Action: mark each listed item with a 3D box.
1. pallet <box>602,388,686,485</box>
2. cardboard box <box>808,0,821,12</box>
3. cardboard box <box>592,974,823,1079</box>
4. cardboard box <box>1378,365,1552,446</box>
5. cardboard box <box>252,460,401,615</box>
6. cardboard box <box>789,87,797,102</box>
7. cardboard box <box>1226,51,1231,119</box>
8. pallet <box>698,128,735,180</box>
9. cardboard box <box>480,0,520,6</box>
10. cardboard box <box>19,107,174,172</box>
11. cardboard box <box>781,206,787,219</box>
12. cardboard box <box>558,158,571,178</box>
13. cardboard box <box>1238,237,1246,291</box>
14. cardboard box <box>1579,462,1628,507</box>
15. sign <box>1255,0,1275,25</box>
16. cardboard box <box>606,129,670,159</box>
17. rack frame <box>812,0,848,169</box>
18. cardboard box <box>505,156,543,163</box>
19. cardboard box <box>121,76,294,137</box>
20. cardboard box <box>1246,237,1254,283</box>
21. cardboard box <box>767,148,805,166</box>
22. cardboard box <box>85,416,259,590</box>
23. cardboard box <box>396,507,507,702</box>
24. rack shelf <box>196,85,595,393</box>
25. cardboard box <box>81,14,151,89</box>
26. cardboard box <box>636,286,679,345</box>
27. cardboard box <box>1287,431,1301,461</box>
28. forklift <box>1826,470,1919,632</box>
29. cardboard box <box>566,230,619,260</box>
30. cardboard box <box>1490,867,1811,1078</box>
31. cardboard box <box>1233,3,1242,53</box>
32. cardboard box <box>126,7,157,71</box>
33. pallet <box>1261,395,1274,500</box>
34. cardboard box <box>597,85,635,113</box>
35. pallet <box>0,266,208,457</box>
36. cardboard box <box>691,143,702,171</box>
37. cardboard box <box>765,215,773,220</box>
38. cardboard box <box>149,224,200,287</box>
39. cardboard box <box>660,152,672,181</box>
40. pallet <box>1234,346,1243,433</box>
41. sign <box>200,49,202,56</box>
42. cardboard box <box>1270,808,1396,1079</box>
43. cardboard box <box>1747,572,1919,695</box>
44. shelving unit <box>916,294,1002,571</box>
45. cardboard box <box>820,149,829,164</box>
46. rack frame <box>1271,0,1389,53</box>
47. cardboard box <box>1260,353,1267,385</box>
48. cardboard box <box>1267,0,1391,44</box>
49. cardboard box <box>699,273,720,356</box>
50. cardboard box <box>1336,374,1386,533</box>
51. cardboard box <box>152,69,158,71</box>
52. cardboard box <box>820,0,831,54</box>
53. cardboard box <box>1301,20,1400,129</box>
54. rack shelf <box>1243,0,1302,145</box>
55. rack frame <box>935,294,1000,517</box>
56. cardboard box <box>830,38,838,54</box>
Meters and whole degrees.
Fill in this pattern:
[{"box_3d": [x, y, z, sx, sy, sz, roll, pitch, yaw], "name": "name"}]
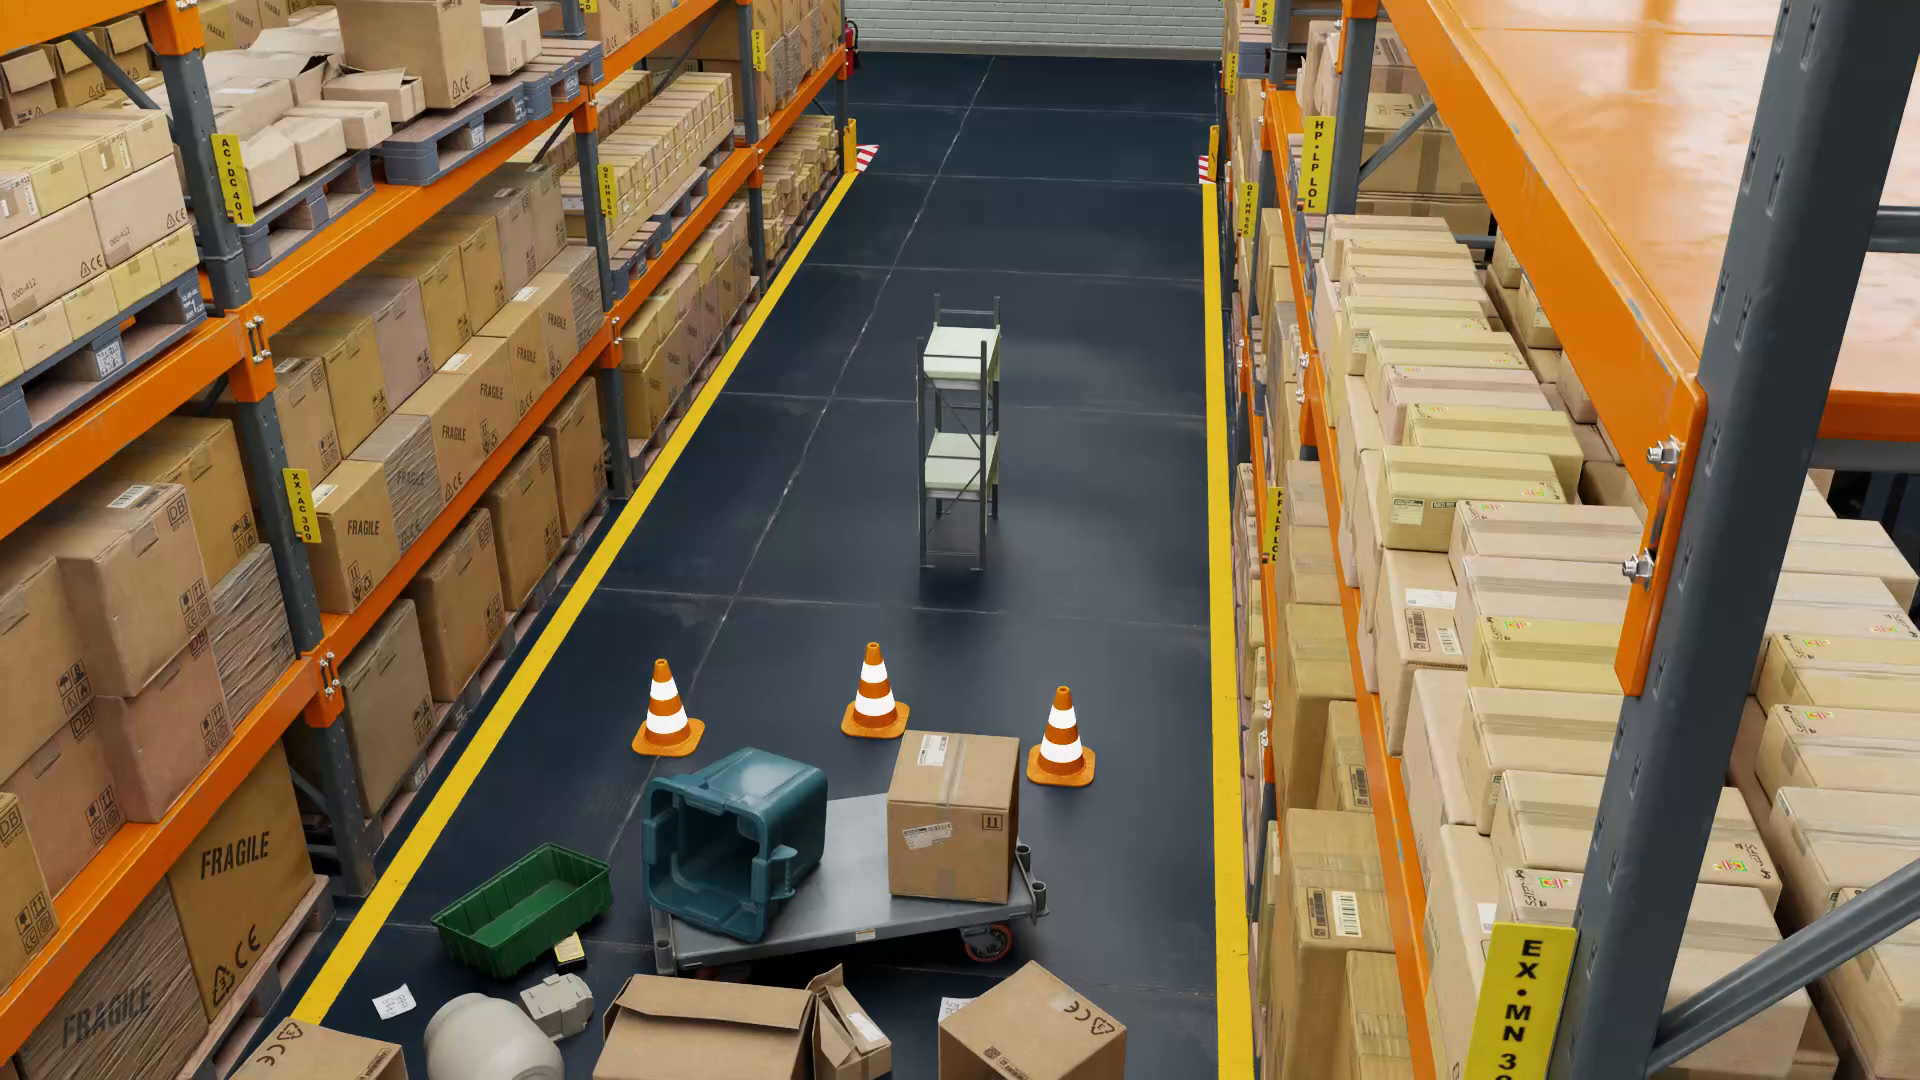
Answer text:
[{"box_3d": [-2.588, -0.774, 11.756, 1.003, 0.211, 1.213, 3, 28, 6], "name": "pallet"}, {"box_3d": [-1.631, -5.301, 15.746, 0.500, 0.500, 0.500, 5, 29, 9], "name": "cardboard box"}, {"box_3d": [-0.931, 1.997, 6.162, 0.797, 0.637, 0.503, 3, 28, 6], "name": "cardboard box"}, {"box_3d": [1.282, -0.326, 4.246, 0.380, 0.149, 0.250, 3, 28, 5], "name": "cardboard box"}, {"box_3d": [-2.844, -0.027, 7.324, 0.500, 0.500, 0.500, 4, 29, 7], "name": "cardboard box"}, {"box_3d": [-1.723, -4.143, 15.334, 0.380, 0.149, 0.250, 5, 29, 8], "name": "cardboard box"}, {"box_3d": [2.638, -4.034, 14.761, 0.500, 0.500, 0.500, 3, 28, 5], "name": "cardboard box"}, {"box_3d": [-2.433, -3.081, 13.300, 1.003, 0.211, 1.213, 3, 28, 6], "name": "pallet"}, {"box_3d": [-2.868, -3.282, 10.203, 0.500, 0.500, 0.500, 3, 28, 6], "name": "cardboard box"}, {"box_3d": [-2.904, -1.350, 5.598, 0.380, 0.149, 0.250, 3, 28, 6], "name": "cardboard box"}, {"box_3d": [-1.840, -3.095, 15.688, 0.380, 0.149, 0.250, 2, 28, 4], "name": "cardboard box"}, {"box_3d": [-2.952, -2.582, 11.681, 0.380, 0.149, 0.250, 3, 28, 6], "name": "cardboard box"}, {"box_3d": [2.091, -1.822, 10.920, 0.500, 0.250, 0.500, 4, 29, 7], "name": "cardboard box"}, {"box_3d": [1.778, 0.044, 3.979, 0.500, 0.250, 0.500, 4, 29, 7], "name": "cardboard box"}, {"box_3d": [1.690, -3.013, 9.180, 0.100, 0.325, 0.005, 3, 28, 6], "name": "sign"}, {"box_3d": [-2.277, -2.795, 11.762, 0.380, 0.149, 0.250, 4, 29, 8], "name": "cardboard box"}, {"box_3d": [-1.705, -5.399, 17.402, 1.000, 3.000, 0.127, 3, 28, 6], "name": "rack frame"}, {"box_3d": [-3.015, -2.469, 11.156, 0.380, 0.149, 0.250, 4, 29, 8], "name": "cardboard box"}, {"box_3d": [-3.242, -1.828, 7.220, 0.500, 0.250, 0.500, 3, 28, 6], "name": "cardboard box"}, {"box_3d": [2.047, -1.790, 10.334, 0.500, 0.250, 0.500, 3, 28, 6], "name": "cardboard box"}, {"box_3d": [-1.727, -3.717, 16.215, 0.380, 0.149, 0.250, 2, 28, 4], "name": "cardboard box"}, {"box_3d": [-3.255, -0.120, 6.306, 0.875, 0.550, 0.550, 3, 28, 6], "name": "cardboard box"}, {"box_3d": [-3.067, 0.304, 8.745, 1.050, 0.750, 0.750, 3, 28, 6], "name": "cardboard box"}, {"box_3d": [-2.930, -1.696, 8.123, 1.077, 0.370, 4.000, 3, 28, 6], "name": "rack shelf"}, {"box_3d": [-7.175, -4.037, 13.709, 0.797, 0.503, 0.637, 3, 28, 5], "name": "cardboard box"}, {"box_3d": [-2.298, -1.597, 11.747, 0.500, 0.250, 0.500, 3, 28, 6], "name": "cardboard box"}, {"box_3d": [1.579, -0.101, 6.706, 0.500, 0.500, 0.500, 3, 28, 5], "name": "cardboard box"}, {"box_3d": [5.193, -0.896, 9.115, 1.130, 2.935, 3.031, -23, 36, -35], "name": "forklift"}, {"box_3d": [-2.430, -1.907, 10.741, 0.380, 0.149, 0.250, 3, 28, 5], "name": "cardboard box"}, {"box_3d": [1.008, 0.635, 2.463, 0.380, 0.149, 0.250, 4, 29, 7], "name": "cardboard box"}, {"box_3d": [2.584, -4.237, 14.085, 0.500, 0.500, 0.500, 3, 28, 5], "name": "cardboard box"}, {"box_3d": [-7.314, -4.479, 14.748, 0.500, 0.500, 0.500, 4, 29, 8], "name": "cardboard box"}, {"box_3d": [2.038, -0.375, 8.278, 1.003, 0.211, 1.213, 3, 28, 6], "name": "pallet"}, {"box_3d": [-2.762, -3.442, 12.963, 0.380, 0.149, 0.250, 4, 29, 7], "name": "cardboard box"}, {"box_3d": [-3.286, -0.648, 5.513, 1.003, 0.211, 1.213, 3, 28, 6], "name": "pallet"}, {"box_3d": [-2.171, -2.904, 12.591, 0.380, 0.149, 0.250, 2, 28, 4], "name": "cardboard box"}, {"box_3d": [-1.891, -2.854, 14.926, 0.380, 0.149, 0.250, 4, 29, 7], "name": "cardboard box"}, {"box_3d": [-2.903, -0.999, 5.789, 0.380, 0.149, 0.250, 3, 28, 6], "name": "cardboard box"}, {"box_3d": [-2.270, -2.661, 11.827, 0.380, 0.149, 0.250, 3, 28, 6], "name": "cardboard box"}, {"box_3d": [2.563, -1.105, 12.371, 1.003, 0.211, 1.213, 3, 28, 6], "name": "pallet"}, {"box_3d": [-6.566, -4.300, 14.224, 0.100, 0.325, 0.005, 3, 28, 6], "name": "sign"}, {"box_3d": [1.135, 1.020, 4.013, 0.700, 0.500, 0.500, 3, 28, 6], "name": "cardboard box"}, {"box_3d": [1.652, 0.186, 3.295, 0.380, 0.149, 0.250, 3, 28, 6], "name": "cardboard box"}, {"box_3d": [-0.001, -0.657, 10.181, 0.431, 1.500, 0.755, 3, 28, 6], "name": "shelving unit"}, {"box_3d": [-1.548, -3.950, 16.961, 0.380, 0.149, 0.250, 2, 28, 4], "name": "cardboard box"}, {"box_3d": [2.240, -4.035, 8.543, 1.000, 3.000, 0.127, 3, 28, 6], "name": "rack frame"}, {"box_3d": [1.814, -0.940, 8.946, 0.380, 0.149, 0.250, 4, 29, 6], "name": "cardboard box"}, {"box_3d": [2.136, -3.131, 9.476, 0.797, 0.503, 0.637, 2, 28, 3], "name": "cardboard box"}, {"box_3d": [-2.166, -1.755, 12.830, 0.500, 0.500, 0.500, 3, 28, 5], "name": "cardboard box"}, {"box_3d": [1.296, -0.227, 4.482, 0.500, 0.250, 0.500, 4, 29, 7], "name": "cardboard box"}, {"box_3d": [-7.312, -4.140, 14.909, 0.500, 0.250, 0.500, 3, 28, 5], "name": "cardboard box"}, {"box_3d": [-1.573, -5.106, 16.437, 0.500, 0.500, 0.500, 3, 28, 5], "name": "cardboard box"}, {"box_3d": [2.114, -2.312, 8.404, 0.700, 0.500, 0.500, 3, 28, 6], "name": "cardboard box"}, {"box_3d": [2.485, -3.339, 11.173, 1.077, 0.370, 4.000, 3, 28, 6], "name": "rack shelf"}, {"box_3d": [0.044, -0.829, 10.500, 0.400, 1.500, 0.023, 3, 28, 6], "name": "rack frame"}, {"box_3d": [-1.465, -5.119, 17.146, 0.380, 0.149, 0.250, 3, 28, 6], "name": "cardboard box"}]
